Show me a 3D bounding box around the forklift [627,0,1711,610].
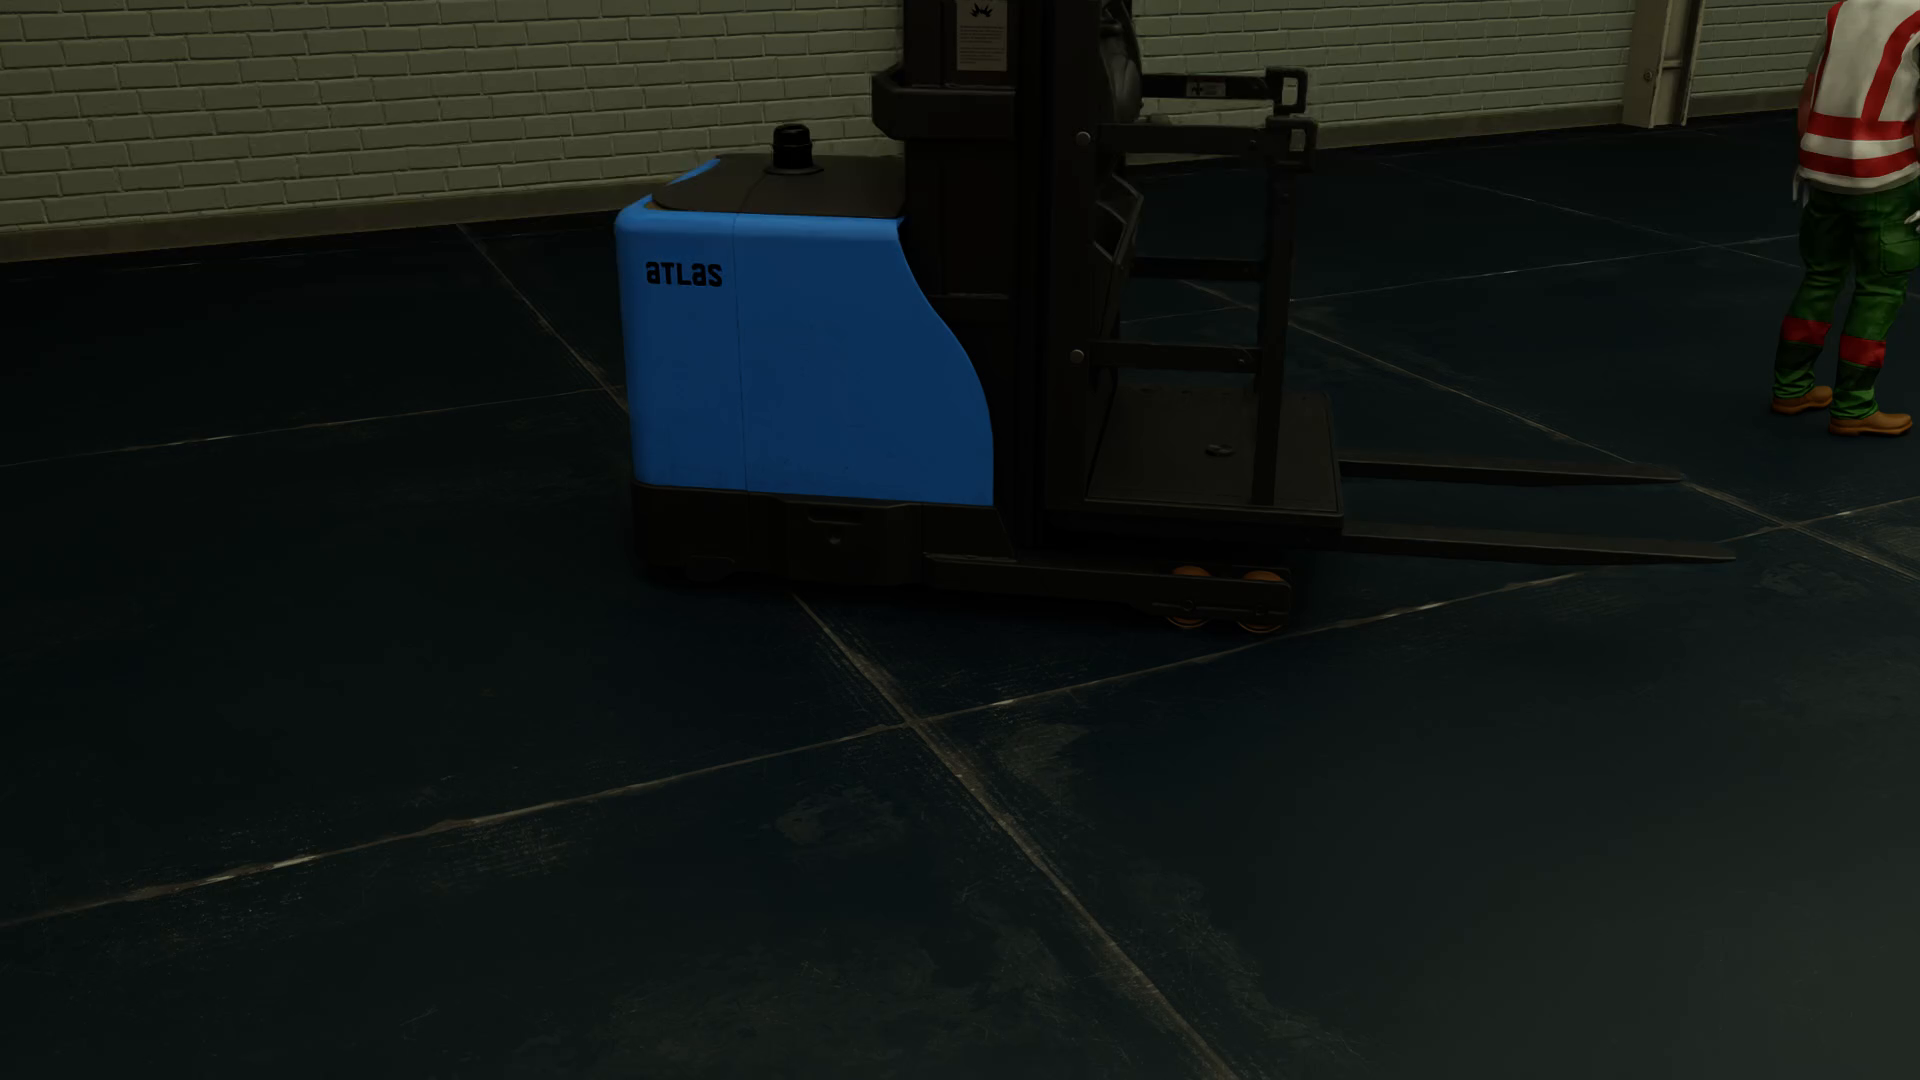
[{"bbox_3d":[0.629,-1.363,4.567,3.031,2.935,1.130,0,23,0],"label":"forklift"}]

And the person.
[{"bbox_3d":[3.236,-1.271,5.856,0.481,1.776,0.616,2,23,6],"label":"person"}]
